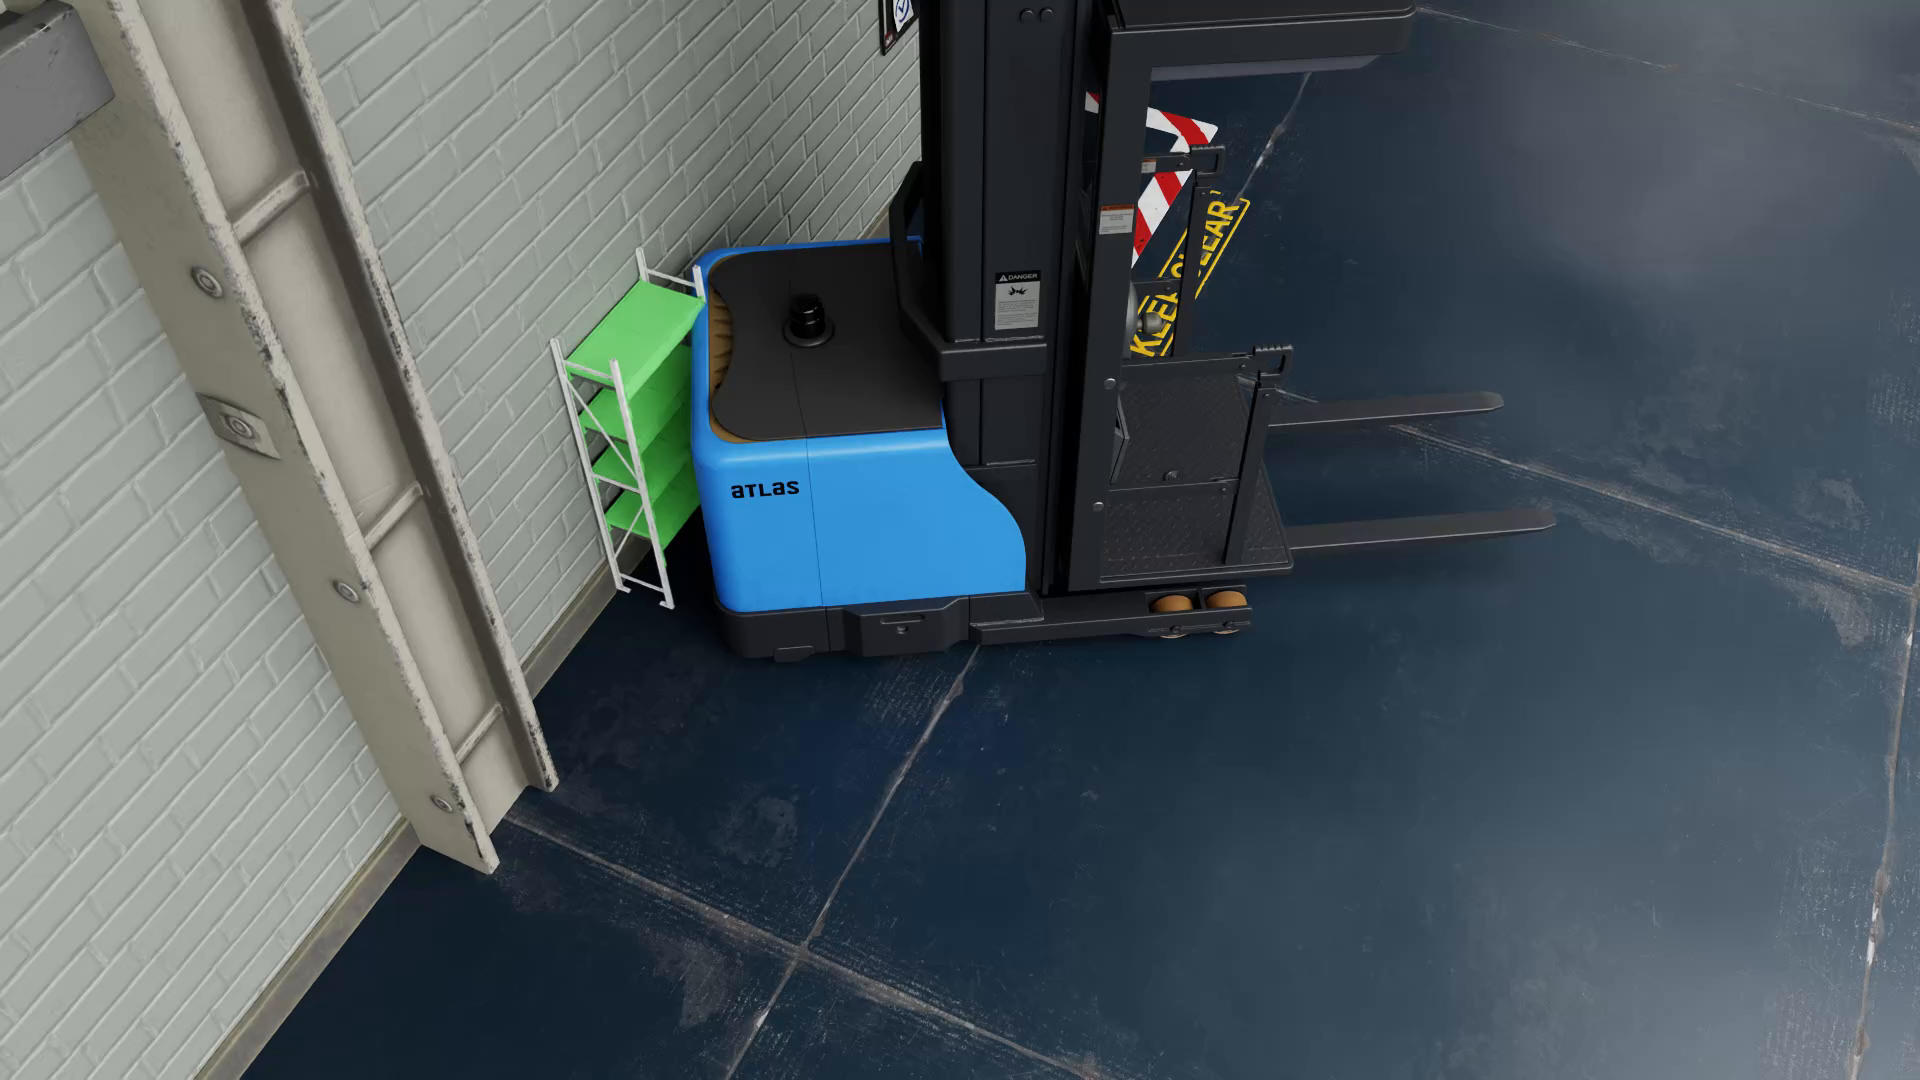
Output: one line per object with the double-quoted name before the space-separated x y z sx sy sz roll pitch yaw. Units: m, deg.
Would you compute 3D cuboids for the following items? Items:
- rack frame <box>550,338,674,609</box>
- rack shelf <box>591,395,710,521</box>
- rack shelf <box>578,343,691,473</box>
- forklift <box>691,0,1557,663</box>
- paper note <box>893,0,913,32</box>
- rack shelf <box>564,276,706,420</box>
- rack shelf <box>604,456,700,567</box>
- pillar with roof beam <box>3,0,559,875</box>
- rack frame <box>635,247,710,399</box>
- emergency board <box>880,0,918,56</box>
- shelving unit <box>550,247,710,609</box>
"rack frame" -1.152 -0.189 5.578 0.240 1.200 0.015 19 52 17
"rack shelf" -1.047 -0.313 5.770 0.258 0.148 0.480 19 52 17
"rack shelf" -1.051 -0.472 5.591 0.258 0.148 0.480 19 52 17
"forklift" 0.620 -0.998 5.175 3.031 2.935 1.130 -4 50 -4
"paper note" -0.227 -2.140 6.680 0.016 0.148 0.142 20 52 16
"rack shelf" -1.055 -0.631 5.411 0.258 0.148 0.480 19 52 17
"rack shelf" -1.042 -0.154 5.950 0.258 0.148 0.480 19 52 17
"pillar with roof beam" 2.331 -0.626 0.874 9.100 9.000 0.400 20 52 16
"rack frame" -0.943 -0.522 5.867 0.240 1.200 0.015 19 52 17
"emergency board" -0.088 -2.525 6.429 0.194 1.169 0.643 20 52 16
"shelving unit" -1.048 -0.355 5.723 0.258 1.200 0.503 19 52 17
